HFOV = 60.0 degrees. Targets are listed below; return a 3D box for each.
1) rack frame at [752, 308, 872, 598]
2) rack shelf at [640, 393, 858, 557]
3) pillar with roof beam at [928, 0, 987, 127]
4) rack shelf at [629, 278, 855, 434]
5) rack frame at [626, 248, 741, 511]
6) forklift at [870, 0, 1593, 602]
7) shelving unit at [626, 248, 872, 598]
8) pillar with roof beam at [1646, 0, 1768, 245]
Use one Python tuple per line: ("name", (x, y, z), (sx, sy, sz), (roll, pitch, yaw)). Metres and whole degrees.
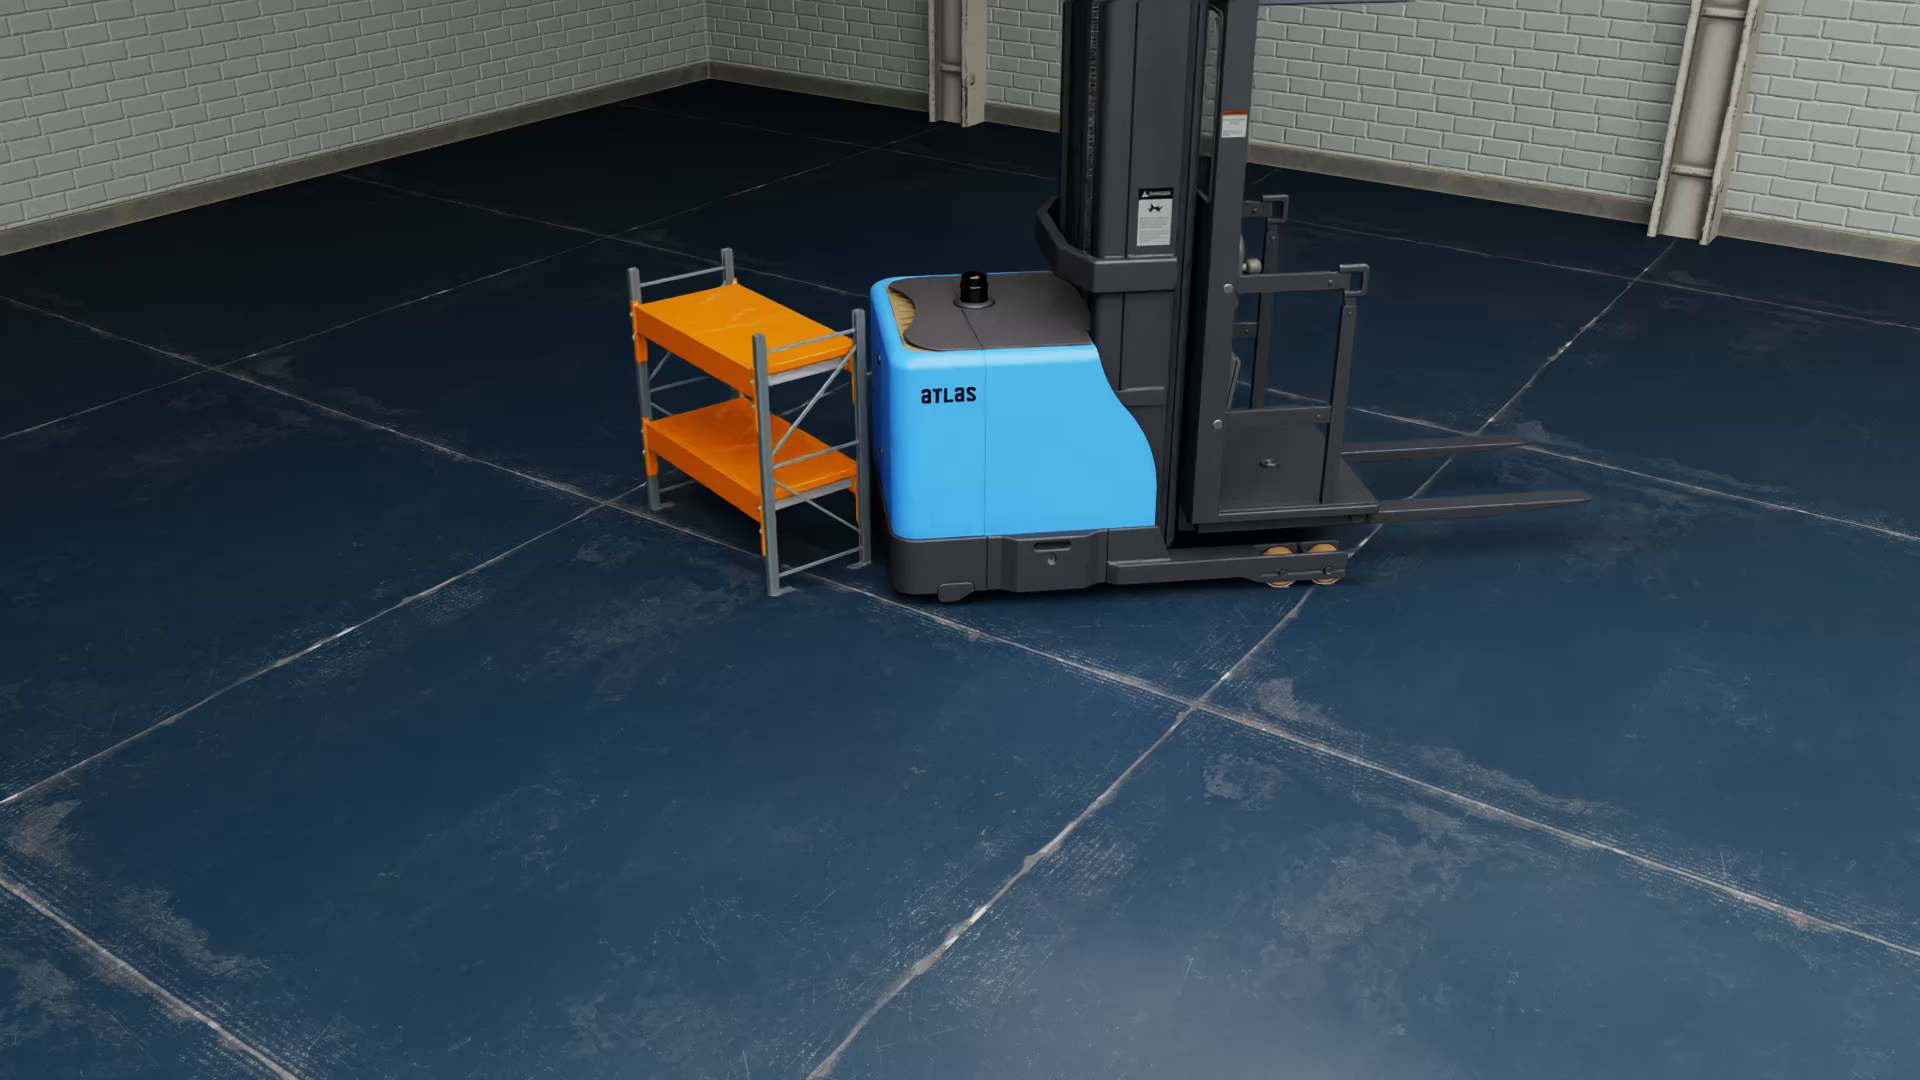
("rack frame", (-0.582, -0.341, 6.679), (0.500, 1.125, 0.032), (-19, 33, -33))
("rack shelf", (-0.891, -0.306, 7.149), (0.538, 0.278, 1.000), (-19, 33, -33))
("pillar with roof beam", (-2.459, -6.023, 9.163), (0.400, 9.000, 9.100), (17, 32, 30))
("rack shelf", (-0.891, -0.784, 6.906), (0.538, 0.278, 1.000), (-19, 33, -33))
("rack frame", (-1.201, -0.706, 7.398), (0.500, 1.125, 0.032), (-19, 33, -33))
("forklift", (1.163, -1.343, 6.657), (3.031, 2.935, 1.130), (-3, 27, -7))
("shelving unit", (-0.891, -0.523, 7.038), (0.538, 1.125, 1.048), (-19, 33, -33))
("pillar with roof beam", (2.487, -4.482, 6.135), (0.400, 9.000, 9.100), (17, 32, 30))
